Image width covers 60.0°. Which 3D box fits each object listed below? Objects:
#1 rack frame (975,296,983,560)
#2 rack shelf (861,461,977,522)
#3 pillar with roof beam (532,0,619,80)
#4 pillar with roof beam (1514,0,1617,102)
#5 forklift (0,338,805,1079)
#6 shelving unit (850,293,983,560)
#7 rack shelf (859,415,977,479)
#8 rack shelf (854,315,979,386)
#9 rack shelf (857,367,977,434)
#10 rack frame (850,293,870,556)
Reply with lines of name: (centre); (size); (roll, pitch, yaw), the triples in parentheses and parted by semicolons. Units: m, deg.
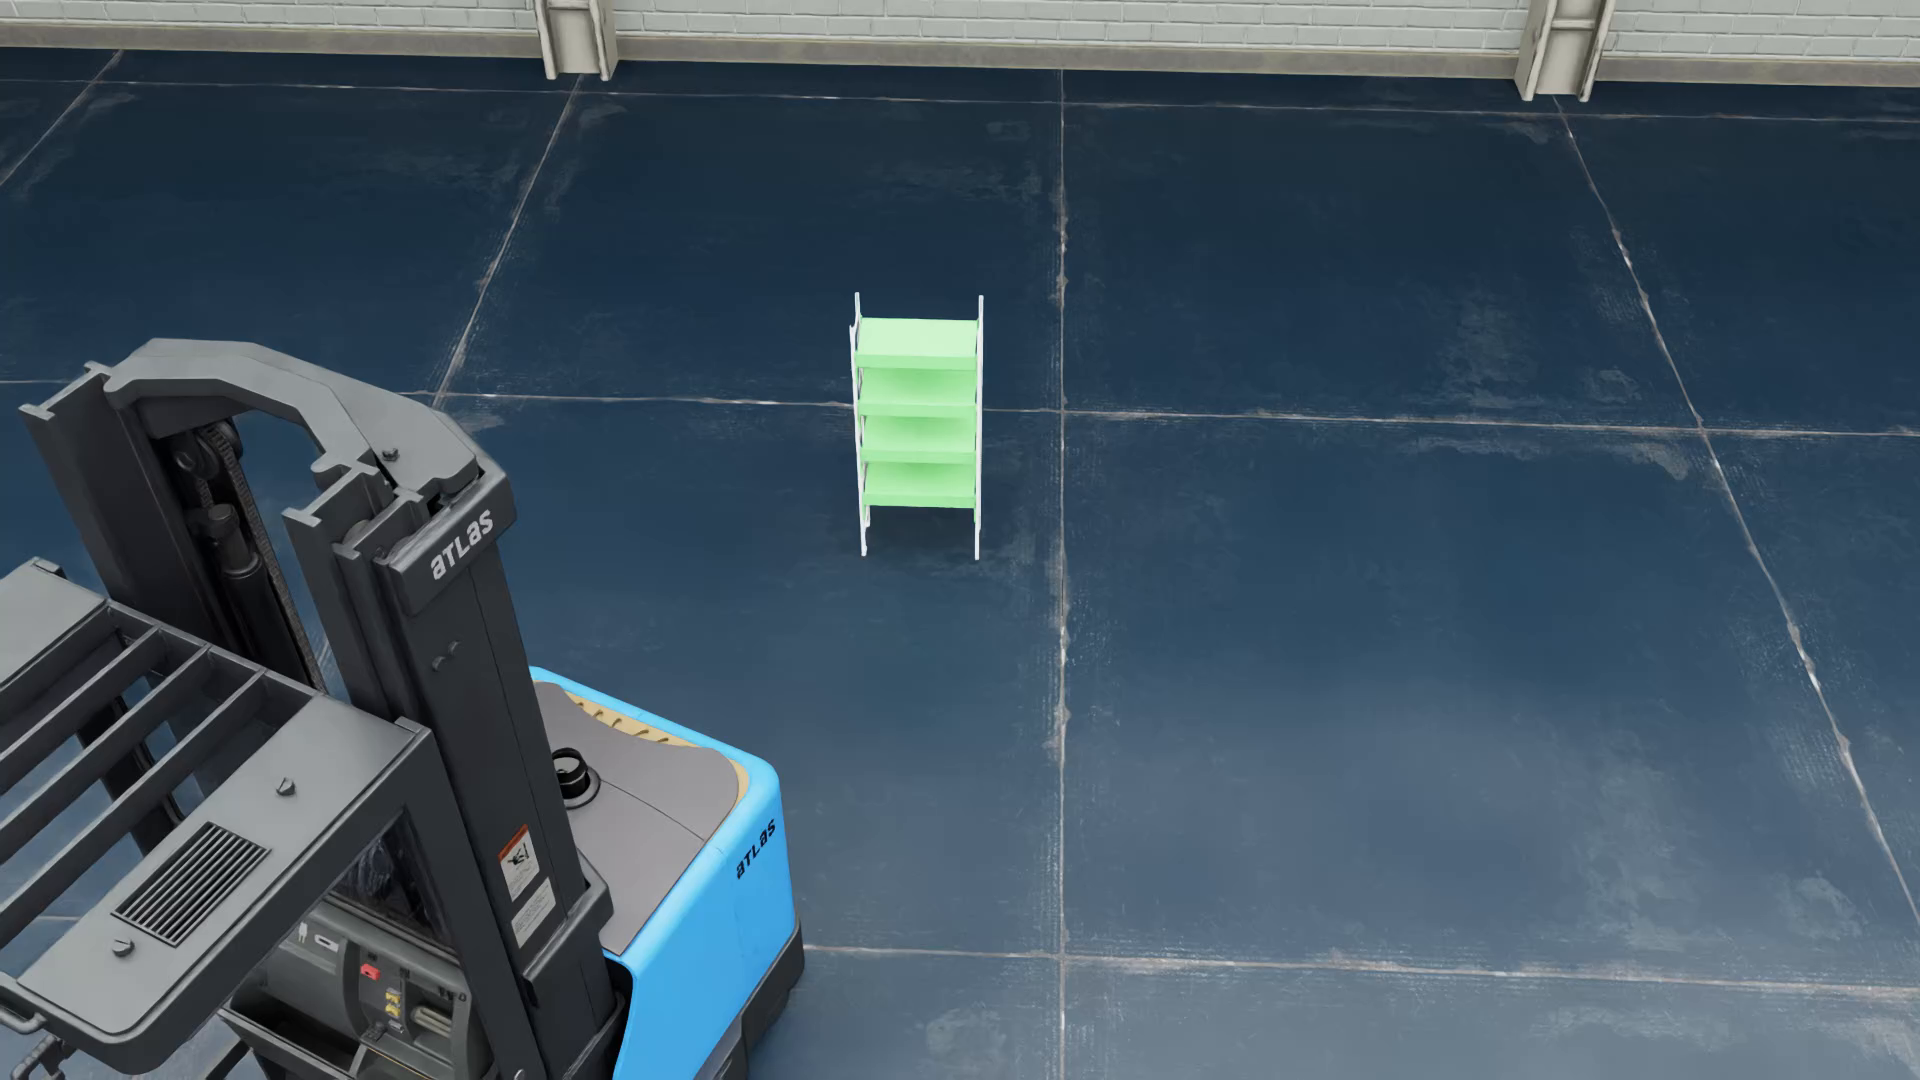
rack frame: (0.078, -0.437, 6.838); (0.015, 1.200, 0.240); (2, 43, 2)
rack shelf: (-0.165, -0.222, 7.054); (0.480, 0.148, 0.258); (2, 43, 2)
pillar with roof beam: (-2.555, -3.322, 4.214); (0.400, 9.000, 9.100); (2, 43, 2)
pillar with roof beam: (3.439, -3.137, 4.016); (0.400, 9.000, 9.100); (2, 43, 2)
forklift: (-1.640, 1.135, 3.881); (1.130, 2.935, 3.031); (19, 46, 19)
shelving unit: (-0.165, -0.444, 6.846); (0.503, 1.200, 0.258); (2, 43, 2)
rack shelf: (-0.165, -0.397, 6.890); (0.480, 0.148, 0.258); (2, 43, 2)
rack shelf: (-0.165, -0.749, 6.563); (0.480, 0.148, 0.258); (2, 43, 2)
rack shelf: (-0.165, -0.573, 6.726); (0.480, 0.148, 0.258); (2, 43, 2)
rack frame: (-0.409, -0.452, 6.854); (0.015, 1.200, 0.240); (2, 43, 2)
